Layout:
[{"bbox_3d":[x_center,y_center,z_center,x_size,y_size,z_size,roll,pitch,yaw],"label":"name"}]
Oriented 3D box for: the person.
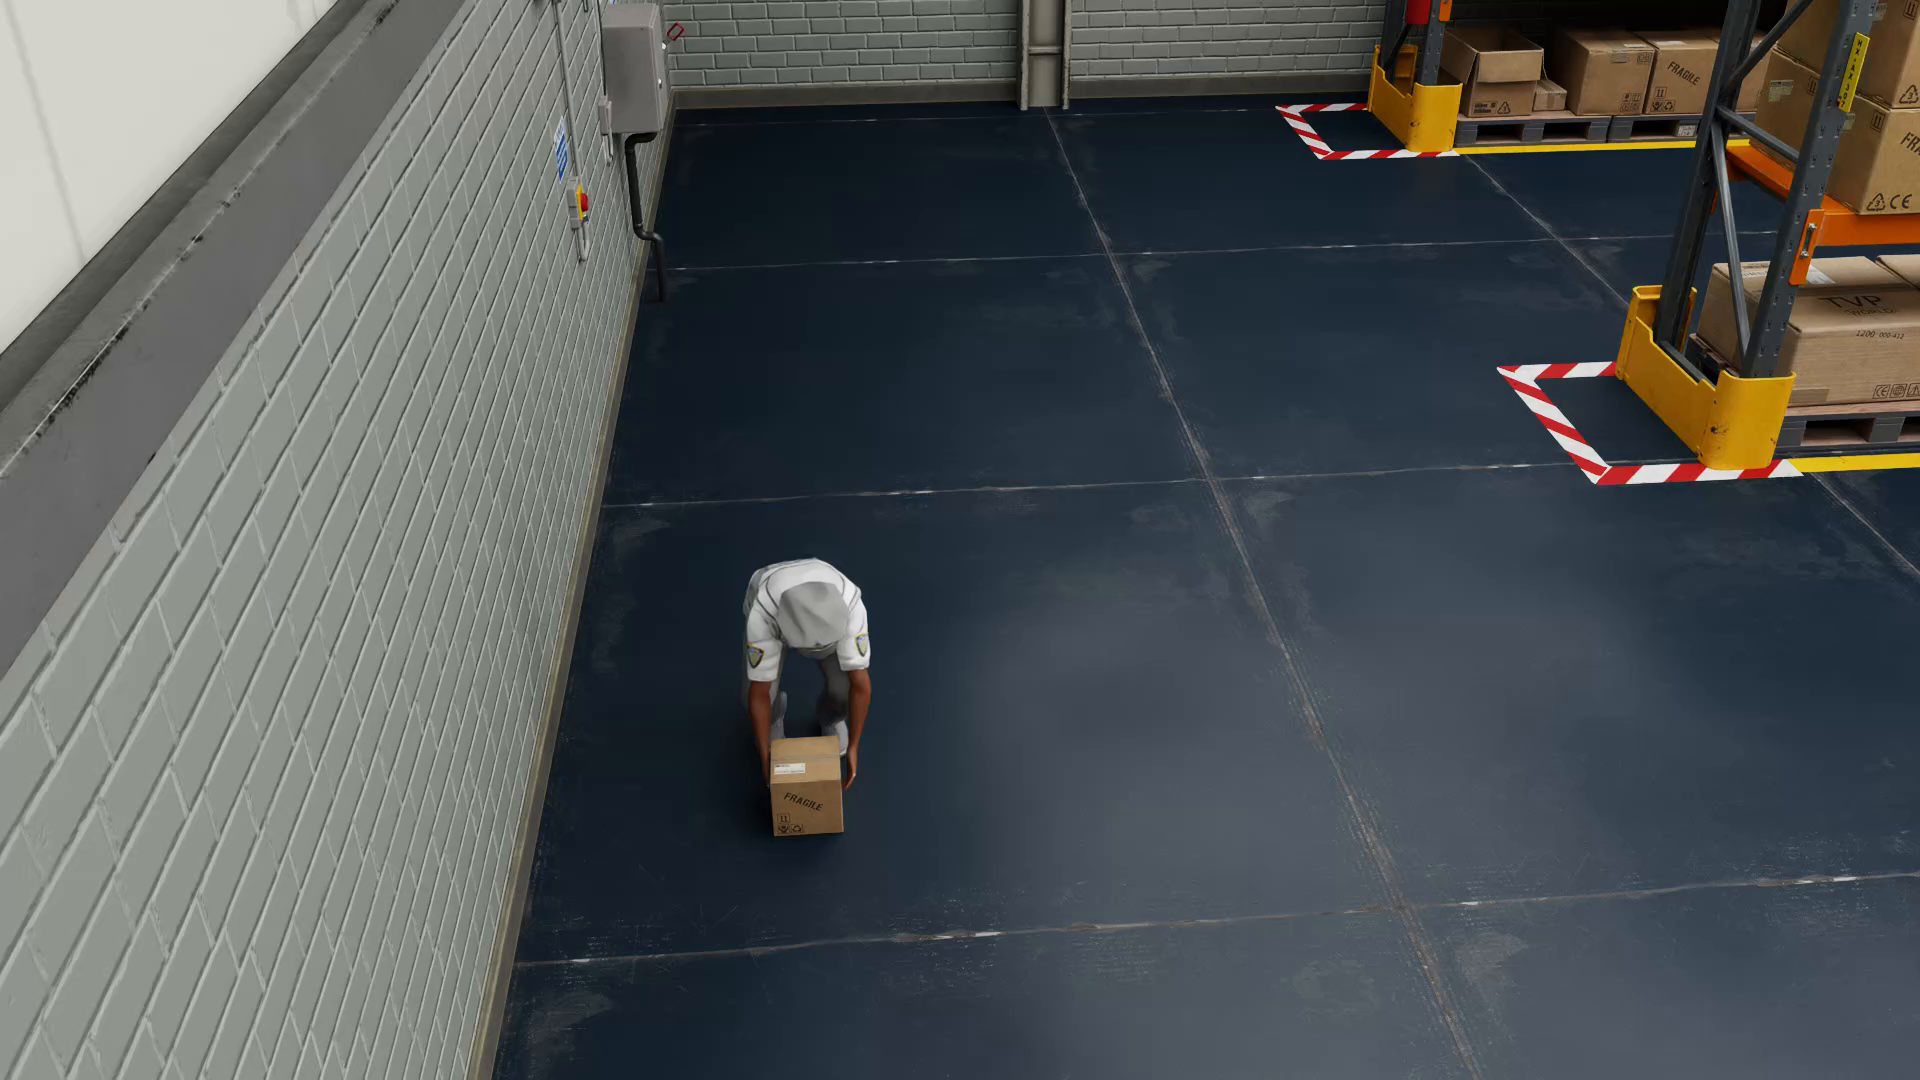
[{"bbox_3d":[-0.577,0.422,6.153,0.482,0.930,0.862,-3,31,-5],"label":"person"}]
